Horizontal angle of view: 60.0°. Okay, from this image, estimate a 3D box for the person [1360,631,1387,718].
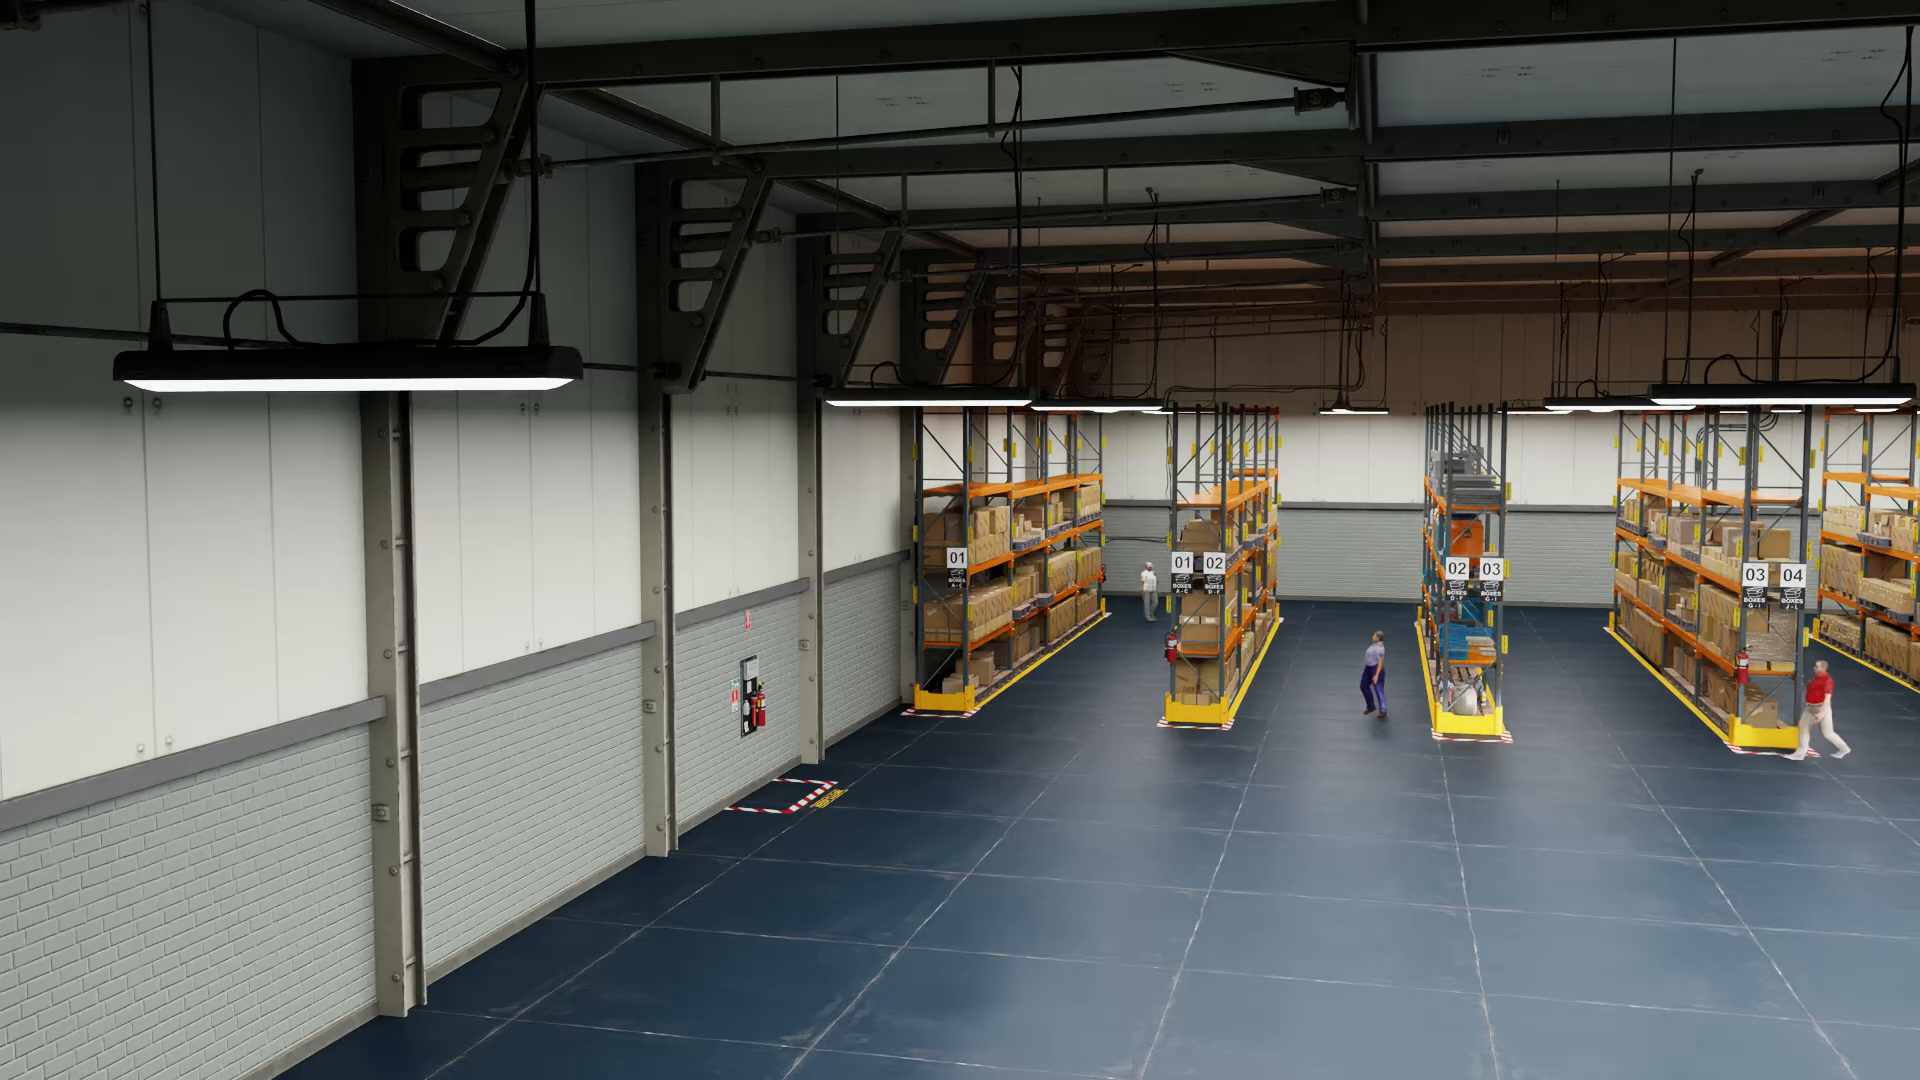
[{"bbox_3d":[7.939,2.570,31.817,0.359,1.684,0.646,-1,4,-17],"label":"person"}]

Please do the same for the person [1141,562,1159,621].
[{"bbox_3d":[5.339,1.461,46.763,0.561,1.695,0.415,-3,5,-35],"label":"person"}]

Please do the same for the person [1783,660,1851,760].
[{"bbox_3d":[14.271,2.836,27.623,0.974,1.690,0.536,-1,4,-12],"label":"person"}]
